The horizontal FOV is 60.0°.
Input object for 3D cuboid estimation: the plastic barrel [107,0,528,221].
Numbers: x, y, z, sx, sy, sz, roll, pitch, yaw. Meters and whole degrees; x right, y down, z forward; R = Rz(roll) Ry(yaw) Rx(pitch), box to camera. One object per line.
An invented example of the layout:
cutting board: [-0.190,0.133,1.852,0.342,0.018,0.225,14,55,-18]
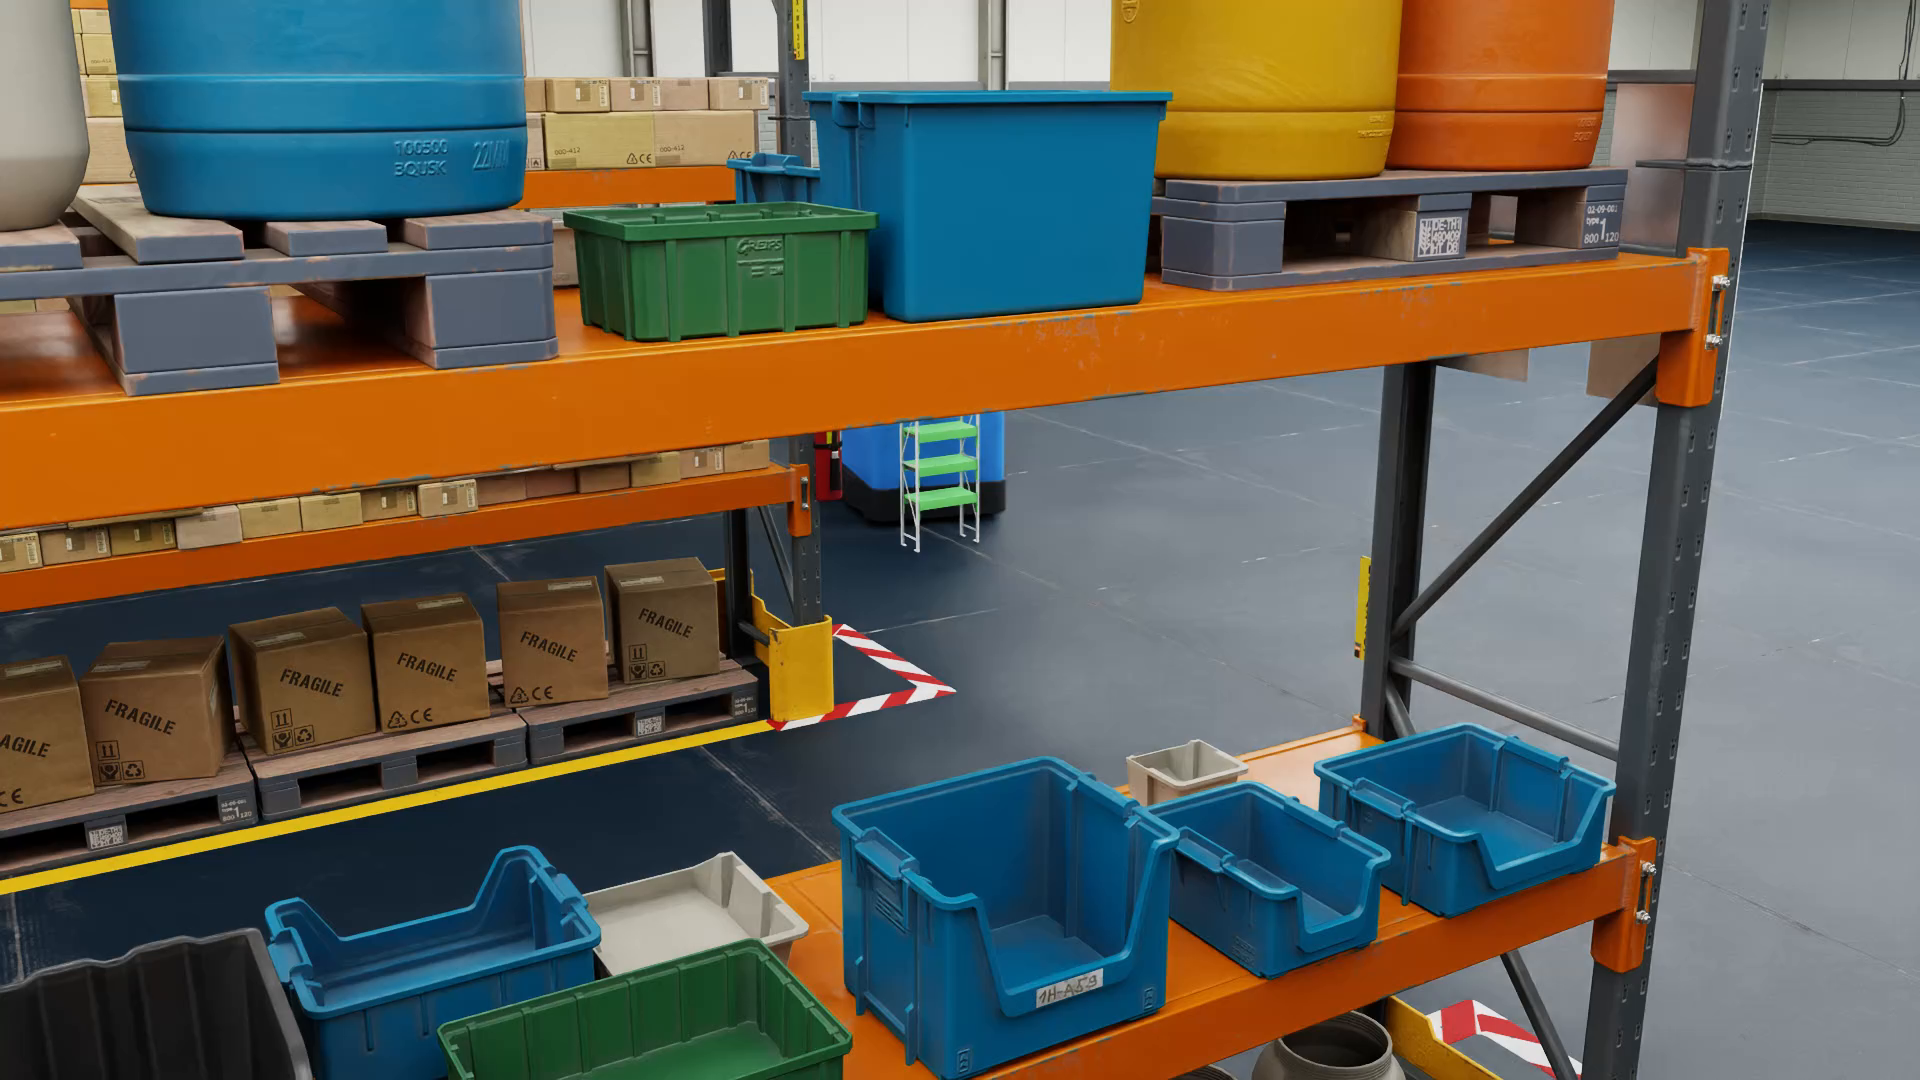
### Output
plastic barrel: [-0.992,-0.968,2.543,0.708,0.901,0.600,-9,18,-30]

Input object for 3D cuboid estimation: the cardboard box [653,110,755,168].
cardboard box: [-1.304,-1.915,7.905,0.500,0.250,0.500,-9,18,-28]

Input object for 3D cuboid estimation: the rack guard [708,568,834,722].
rack guard: [-1.087,0.545,9.038,0.348,0.500,1.175,-9,18,-30]

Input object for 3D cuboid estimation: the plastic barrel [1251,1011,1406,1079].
plastic barrel: [1.004,1.582,4.540,0.421,0.512,0.421,0,16,0]

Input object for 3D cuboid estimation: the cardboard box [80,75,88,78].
cardboard box: [-5.781,-2.926,10.734,0.250,0.149,0.380,-10,18,-31]

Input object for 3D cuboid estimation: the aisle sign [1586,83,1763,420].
aisle sign: [1.743,-0.716,4.090,0.004,0.787,0.394,-9,18,-30]

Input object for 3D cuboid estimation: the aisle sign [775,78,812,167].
aisle sign: [-0.814,-1.860,8.171,0.004,0.787,0.394,-9,18,-30]

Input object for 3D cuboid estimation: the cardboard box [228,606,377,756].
cardboard box: [-3.109,0.656,7.864,0.500,0.500,0.500,-11,19,-35]

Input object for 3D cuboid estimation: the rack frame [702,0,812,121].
rack frame: [-1.022,-3.557,7.929,0.127,3.000,1.000,-9,18,-30]

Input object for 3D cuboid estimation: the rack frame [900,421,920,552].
rack frame: [-0.351,-0.521,11.545,0.015,1.200,0.240,-9,18,-30]

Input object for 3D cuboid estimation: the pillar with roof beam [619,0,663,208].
pillar with roof beam: [-2.386,-6.948,20.024,0.400,9.000,9.100,-9,18,-30]

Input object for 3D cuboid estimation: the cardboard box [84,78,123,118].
cardboard box: [-3.388,-1.780,6.686,0.250,0.149,0.380,-9,18,-28]

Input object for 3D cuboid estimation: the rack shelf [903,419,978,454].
rack shelf: [-0.142,-0.724,11.618,0.480,0.148,0.258,-9,18,-30]

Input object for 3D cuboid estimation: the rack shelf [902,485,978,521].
rack shelf: [-0.142,-0.262,11.748,0.480,0.148,0.258,-9,18,-30]

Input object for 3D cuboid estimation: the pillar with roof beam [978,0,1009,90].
pillar with roof beam: [2.757,-7.782,22.999,0.400,9.000,9.100,-9,18,-30]

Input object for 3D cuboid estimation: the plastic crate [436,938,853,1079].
plastic crate: [-0.591,1.012,3.136,0.662,0.188,0.450,-9,18,-30]

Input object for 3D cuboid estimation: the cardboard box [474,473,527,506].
cardboard box: [-2.223,-0.283,7.827,0.250,0.149,0.380,-9,18,-30]

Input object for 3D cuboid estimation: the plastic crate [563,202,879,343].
plastic crate: [-0.407,-0.465,2.848,0.450,0.188,0.336,-9,18,-30]

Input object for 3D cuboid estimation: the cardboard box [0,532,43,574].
cardboard box: [-3.891,0.016,6.760,0.250,0.149,0.380,-9,18,-30]

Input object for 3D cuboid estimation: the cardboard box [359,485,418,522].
cardboard box: [-2.642,-0.209,7.563,0.250,0.149,0.380,-9,18,-30]

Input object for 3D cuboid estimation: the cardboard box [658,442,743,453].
cardboard box: [-1.508,-0.790,8.435,0.500,0.500,0.875,-9,18,-30]

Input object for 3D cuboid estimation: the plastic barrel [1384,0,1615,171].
plastic barrel: [1.178,-1.279,3.785,0.708,0.830,0.600,-9,18,-30]

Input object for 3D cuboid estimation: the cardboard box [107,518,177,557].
cardboard box: [-3.481,-0.062,7.039,0.250,0.149,0.380,-9,18,-30]

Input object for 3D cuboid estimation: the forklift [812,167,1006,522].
forklift: [-0.599,-1.897,13.248,1.130,2.935,3.031,-5,16,-17]

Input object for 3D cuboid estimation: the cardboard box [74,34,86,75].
cardboard box: [-5.924,-3.114,10.667,0.500,0.250,0.500,-9,18,-30]

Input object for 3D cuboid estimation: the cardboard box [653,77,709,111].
cardboard box: [-1.383,-2.113,7.872,0.250,0.149,0.380,-10,18,-32]

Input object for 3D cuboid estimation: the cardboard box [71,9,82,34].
cardboard box: [-5.779,-3.310,10.629,0.250,0.149,0.380,-10,18,-31]

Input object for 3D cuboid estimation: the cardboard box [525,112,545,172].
cardboard box: [-2.175,-1.776,7.408,0.500,0.250,0.500,-9,18,-28]

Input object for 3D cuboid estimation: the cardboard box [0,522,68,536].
cardboard box: [-4.033,-0.352,6.873,0.500,0.500,0.875,-9,18,-30]

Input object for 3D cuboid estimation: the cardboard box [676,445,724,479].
cardboard box: [-1.375,-0.426,8.337,0.250,0.149,0.380,-9,18,-30]

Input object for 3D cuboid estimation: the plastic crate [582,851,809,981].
plastic crate: [-0.639,0.876,3.717,0.437,0.136,0.530,-9,18,-30]

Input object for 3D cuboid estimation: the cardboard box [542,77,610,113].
cardboard box: [-1.764,-2.009,7.502,0.250,0.149,0.380,-9,18,-29]

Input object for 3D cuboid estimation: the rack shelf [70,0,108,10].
rack shelf: [-10.400,-6.181,19.363,4.000,0.370,1.077,-9,18,-30]

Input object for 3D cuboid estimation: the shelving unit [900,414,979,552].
shelving unit: [-0.142,-0.555,11.666,0.503,1.200,0.258,-9,18,-30]

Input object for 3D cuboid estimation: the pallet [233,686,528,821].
pallet: [-2.846,0.958,8.102,1.213,0.211,1.003,-9,18,-30]

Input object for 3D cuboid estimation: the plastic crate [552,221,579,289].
plastic crate: [-0.732,-0.601,3.427,0.396,0.136,0.243,-9,18,-30]

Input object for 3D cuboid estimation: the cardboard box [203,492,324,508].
cardboard box: [-3.210,-0.507,7.423,0.500,0.500,0.875,-9,18,-30]

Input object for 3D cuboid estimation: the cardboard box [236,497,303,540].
cardboard box: [-3.053,-0.132,7.287,0.250,0.149,0.380,-9,18,-30]

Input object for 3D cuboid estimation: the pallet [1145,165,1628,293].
pallet: [0.769,-0.784,3.942,1.213,0.211,1.003,-9,18,-30]

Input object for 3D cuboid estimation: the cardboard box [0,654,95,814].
cardboard box: [-4.087,0.842,7.201,0.500,0.500,0.500,-10,18,-31]

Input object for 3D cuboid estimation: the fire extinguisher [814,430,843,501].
fire extinguisher: [-0.687,-0.541,8.425,0.183,0.674,0.296,-9,18,-30]

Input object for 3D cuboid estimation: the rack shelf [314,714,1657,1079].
rack shelf: [-0.186,1.102,3.756,4.000,0.370,1.077,-9,18,-30]

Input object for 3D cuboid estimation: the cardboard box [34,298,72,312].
cardboard box: [-3.506,-0.859,6.829,0.500,0.500,0.500,-9,18,-30]

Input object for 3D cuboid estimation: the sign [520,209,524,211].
sign: [-3.222,-2.375,12.239,0.005,0.325,0.100,-9,18,-30]

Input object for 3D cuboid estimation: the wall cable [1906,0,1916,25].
wall cable: [20.569,-11.694,33.353,0.112,2.526,3.097,-9,18,-30]

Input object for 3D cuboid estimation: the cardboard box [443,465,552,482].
cardboard box: [-2.325,-0.633,7.875,0.500,0.500,0.875,-9,18,-30]

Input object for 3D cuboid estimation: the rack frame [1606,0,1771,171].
rack frame: [1.529,-2.412,3.841,0.127,3.000,1.000,-9,18,-30]

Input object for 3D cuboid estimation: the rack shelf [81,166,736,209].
rack shelf: [-2.736,-1.489,7.439,4.000,0.370,1.077,-9,18,-30]

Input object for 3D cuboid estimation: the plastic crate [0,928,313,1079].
plastic crate: [-1.386,1.020,2.830,0.504,0.338,0.767,-9,18,-30]

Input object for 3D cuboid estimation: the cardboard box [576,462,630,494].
cardboard box: [-1.785,-0.348,8.059,0.250,0.149,0.380,-9,18,-30]

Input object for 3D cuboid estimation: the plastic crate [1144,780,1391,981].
plastic crate: [0.694,0.776,3.858,0.408,0.251,0.499,-9,18,-30]

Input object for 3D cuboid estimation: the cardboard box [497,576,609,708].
cardboard box: [-2.061,0.507,8.399,0.500,0.500,0.500,-4,16,-15]
